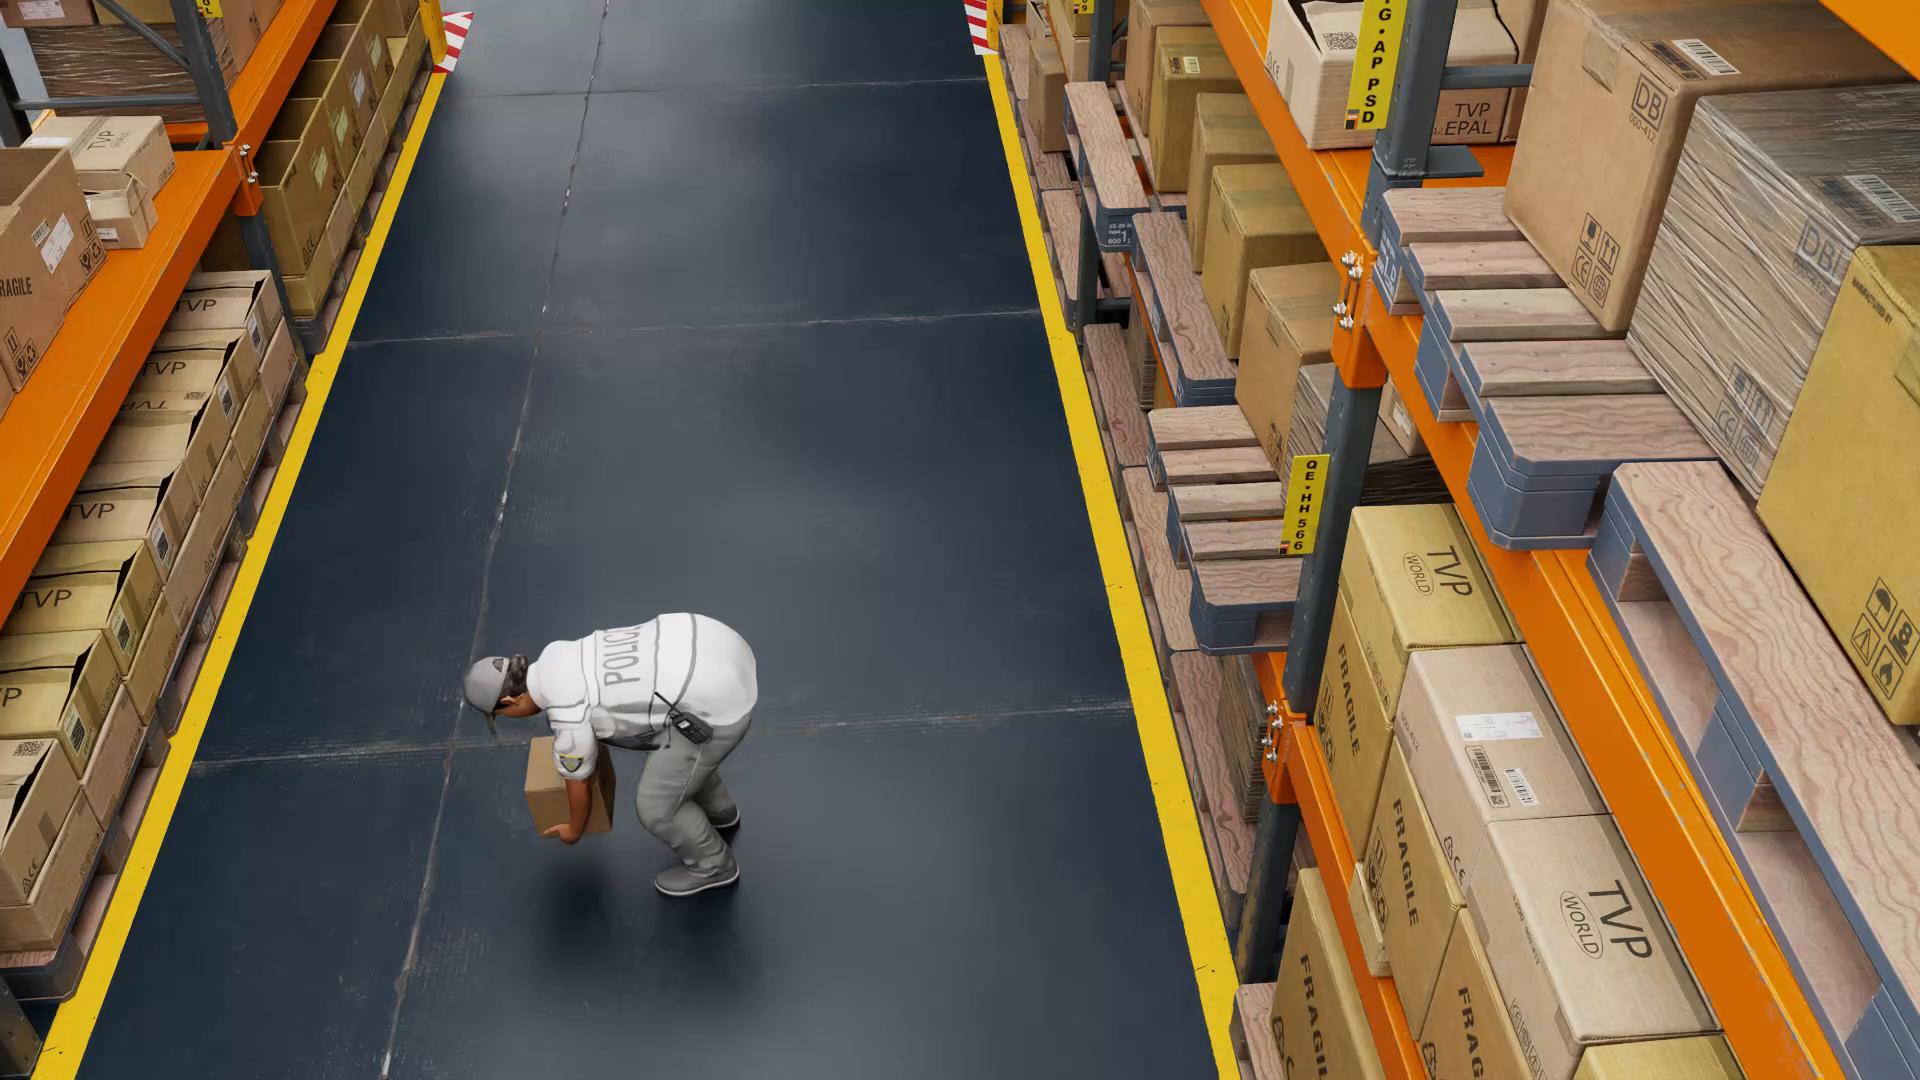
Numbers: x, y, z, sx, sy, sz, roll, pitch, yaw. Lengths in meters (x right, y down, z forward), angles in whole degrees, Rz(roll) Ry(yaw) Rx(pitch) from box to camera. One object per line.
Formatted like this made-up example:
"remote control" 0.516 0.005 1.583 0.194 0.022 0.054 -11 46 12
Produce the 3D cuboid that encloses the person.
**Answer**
"person" -1.149 0.748 5.723 0.952 1.058 0.478 -5 40 -5
